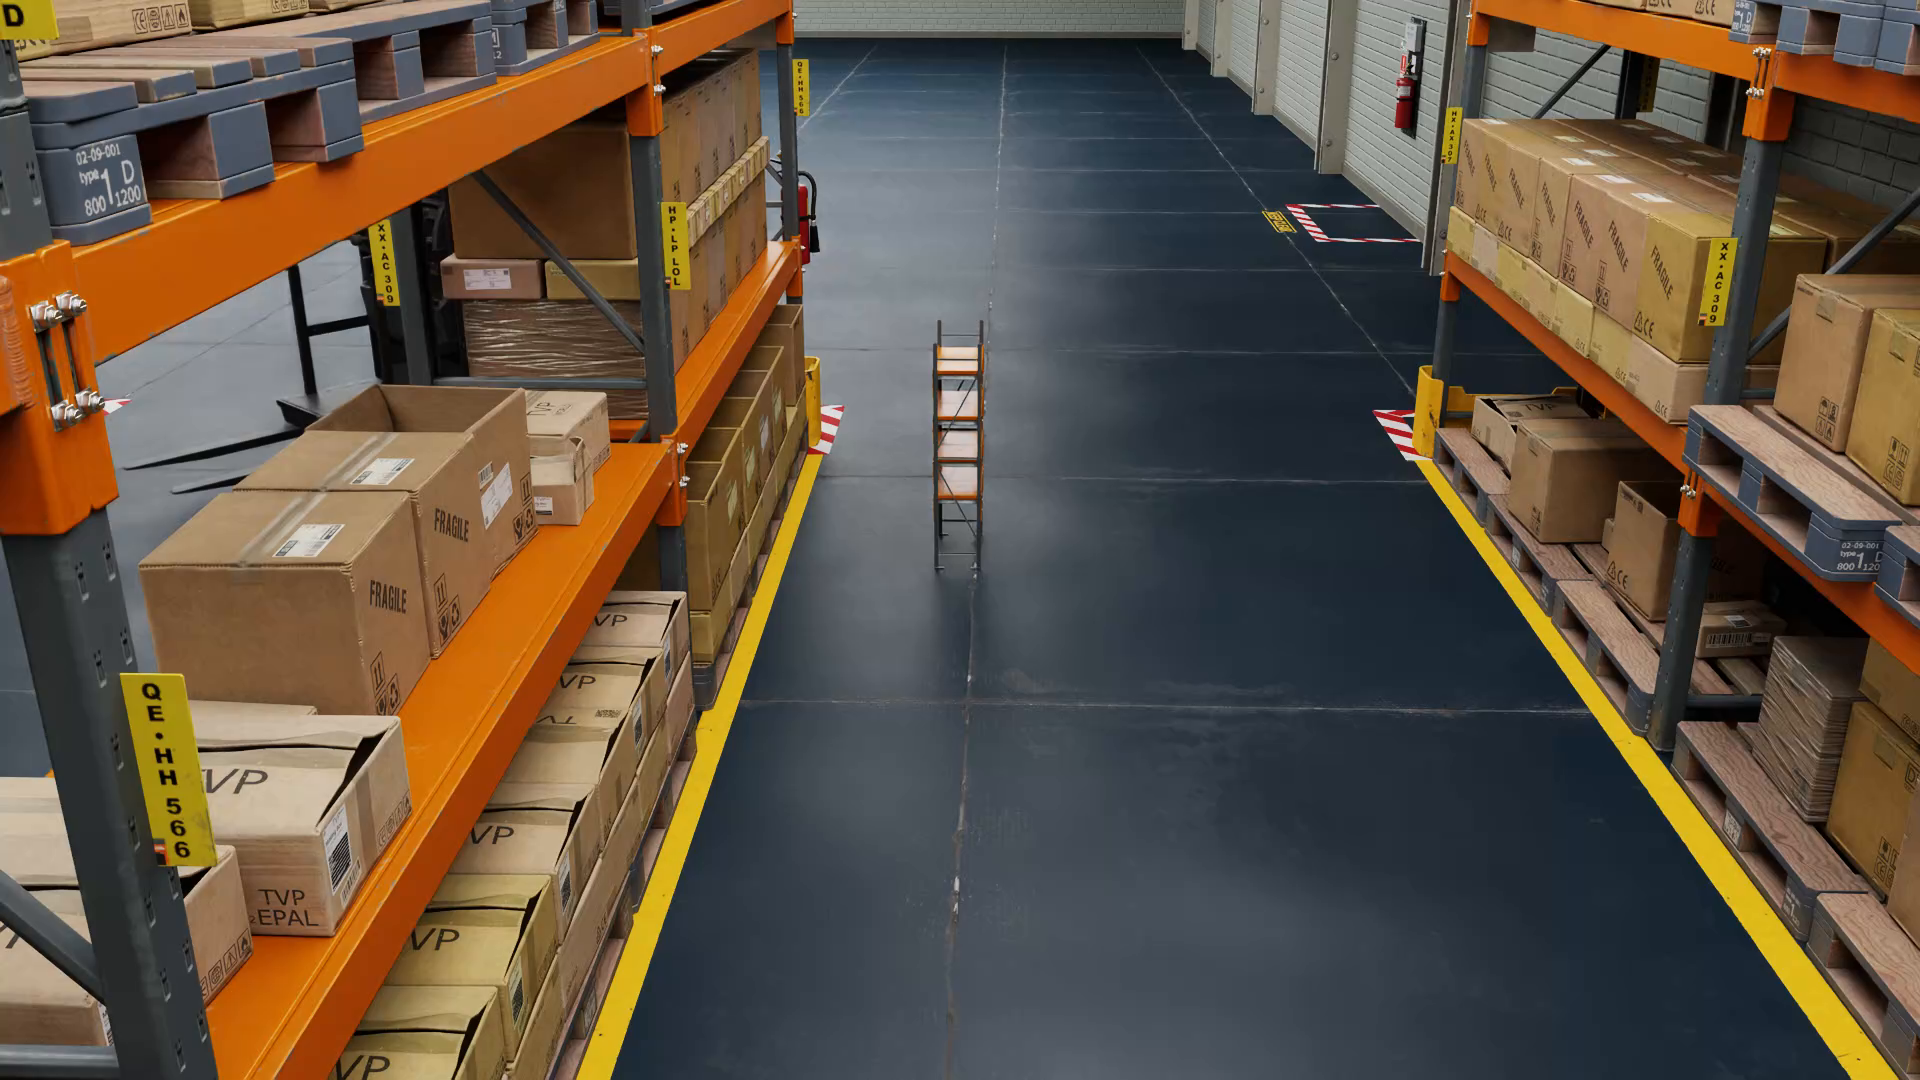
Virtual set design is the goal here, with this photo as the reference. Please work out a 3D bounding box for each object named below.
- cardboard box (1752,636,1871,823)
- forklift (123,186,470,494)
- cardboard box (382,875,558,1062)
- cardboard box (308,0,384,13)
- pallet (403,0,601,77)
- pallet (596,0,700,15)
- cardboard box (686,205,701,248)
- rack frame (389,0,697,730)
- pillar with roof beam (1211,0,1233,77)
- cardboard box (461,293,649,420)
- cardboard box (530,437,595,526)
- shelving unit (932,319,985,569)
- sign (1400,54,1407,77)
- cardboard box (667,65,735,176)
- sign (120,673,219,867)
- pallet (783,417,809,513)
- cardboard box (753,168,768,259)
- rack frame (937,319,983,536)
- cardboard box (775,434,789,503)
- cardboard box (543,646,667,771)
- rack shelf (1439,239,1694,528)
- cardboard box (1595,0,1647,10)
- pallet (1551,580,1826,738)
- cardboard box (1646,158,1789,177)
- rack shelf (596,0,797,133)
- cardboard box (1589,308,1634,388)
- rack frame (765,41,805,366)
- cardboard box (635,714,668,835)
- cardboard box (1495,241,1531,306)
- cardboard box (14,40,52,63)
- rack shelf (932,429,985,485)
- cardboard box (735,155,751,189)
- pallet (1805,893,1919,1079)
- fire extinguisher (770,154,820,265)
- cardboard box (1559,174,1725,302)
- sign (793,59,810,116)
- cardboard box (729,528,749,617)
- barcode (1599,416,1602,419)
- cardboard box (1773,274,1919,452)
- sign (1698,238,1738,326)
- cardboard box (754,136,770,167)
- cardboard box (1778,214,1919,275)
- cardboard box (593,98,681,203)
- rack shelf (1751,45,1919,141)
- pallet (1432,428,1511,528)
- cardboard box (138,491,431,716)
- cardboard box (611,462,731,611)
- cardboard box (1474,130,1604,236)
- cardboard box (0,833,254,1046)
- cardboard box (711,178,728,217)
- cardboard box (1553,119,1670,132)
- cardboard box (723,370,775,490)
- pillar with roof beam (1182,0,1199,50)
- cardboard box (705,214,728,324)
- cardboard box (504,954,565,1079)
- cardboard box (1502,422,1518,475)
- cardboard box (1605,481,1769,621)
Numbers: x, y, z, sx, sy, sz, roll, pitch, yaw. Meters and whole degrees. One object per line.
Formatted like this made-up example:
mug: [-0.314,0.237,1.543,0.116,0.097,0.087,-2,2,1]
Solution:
cardboard box: [3.337,0.682,5.972,0.700,0.500,0.500,1,21,3]
forklift: [-3.514,-1.899,9.872,1.130,2.935,3.031,18,28,39]
cardboard box: [-1.395,1.113,4.460,0.500,0.311,0.500,0,21,0]
cardboard box: [-1.728,-1.431,4.051,0.500,0.250,0.500,-1,21,-3]
pallet: [-1.622,-1.588,5.092,0.805,0.209,1.217,0,21,-1]
pallet: [-1.608,-2.264,6.692,1.003,0.211,1.213,1,21,2]
cardboard box: [-1.377,-1.411,7.484,0.380,0.149,0.250,0,21,0]
rack frame: [-1.609,-0.598,6.423,1.000,3.000,0.127,1,21,2]
pillar with roof beam: [0.735,-13.250,30.738,9.100,9.000,0.400,1,21,2]
cardboard box: [-1.601,-0.805,6.818,0.700,0.500,0.500,0,21,0]
cardboard box: [-1.452,-0.215,5.623,0.396,0.266,0.258,0,21,0]
shelving unit: [-0.005,-0.500,8.658,0.258,1.200,0.503,1,21,2]
sign: [4.724,-5.006,17.735,0.001,0.329,0.234,1,21,2]
cardboard box: [-1.541,-2.135,8.453,0.700,0.500,0.500,1,21,2]
sign: [-1.187,0.348,2.494,0.100,0.325,0.005,1,21,2]
pallet: [-1.468,-0.467,9.941,1.003,0.211,1.213,1,21,2]
cardboard box: [-1.514,-1.922,9.697,0.700,0.500,0.500,1,21,2]
rack frame: [0.002,-0.588,8.885,0.240,1.200,0.015,1,21,2]
cardboard box: [-1.224,-0.399,9.131,0.500,0.250,0.500,1,21,2]
cardboard box: [-1.344,0.565,5.872,0.500,0.311,0.500,1,21,3]
rack shelf: [3.404,-0.932,8.280,1.077,0.370,4.000,1,21,2]
cardboard box: [3.118,-2.568,7.187,0.500,0.500,0.500,0,21,0]
pallet: [3.328,0.512,7.417,1.003,0.211,1.213,1,21,2]
cardboard box: [3.611,-1.556,8.036,0.500,0.500,0.500,1,21,2]
rack shelf: [-1.548,-2.384,7.874,1.077,0.370,4.000,1,21,2]
cardboard box: [3.078,-0.839,7.223,0.500,0.250,0.500,1,21,2]
rack frame: [-1.487,-2.044,10.150,1.000,3.000,0.127,1,21,2]
cardboard box: [-1.349,0.824,5.978,0.500,0.250,0.500,0,21,1]
cardboard box: [3.109,-1.385,8.632,0.500,0.250,0.500,0,21,1]
cardboard box: [-1.773,-0.840,2.528,0.500,0.250,0.500,-1,21,-2]
rack shelf: [-0.005,-0.437,8.682,0.258,0.148,0.480,1,21,2]
cardboard box: [-1.332,-1.975,8.937,0.380,0.149,0.250,1,21,2]
pallet: [3.286,1.479,4.925,1.003,0.211,1.213,1,21,2]
fire extinguisher: [-1.019,-2.046,10.261,0.296,0.674,0.183,1,21,2]
cardboard box: [3.084,-1.370,7.557,0.500,0.500,0.500,0,21,0]
sign: [-0.945,-2.683,9.869,0.100,0.325,0.005,1,21,2]
cardboard box: [-1.271,0.143,7.733,0.500,0.250,0.500,1,21,2]
barcode: [3.753,-0.687,9.748,0.001,0.075,0.075,1,21,2]
cardboard box: [3.293,-0.613,5.715,0.700,0.500,0.500,1,21,2]
sign: [2.800,-0.951,6.137,0.100,0.325,0.005,1,21,2]
cardboard box: [-1.308,-2.253,9.653,0.380,0.149,0.250,0,21,1]
cardboard box: [3.566,-1.001,6.606,0.500,0.500,0.500,0,21,0]
cardboard box: [-1.587,-1.592,7.055,0.700,0.500,0.500,1,21,1]
rack shelf: [3.282,-0.884,4.010,1.077,0.370,4.000,1,21,2]
pallet: [3.402,-0.370,9.691,1.003,0.211,1.213,1,21,2]
cardboard box: [-1.695,0.195,4.241,0.500,0.500,0.500,0,21,-1]
cardboard box: [-1.281,-0.025,7.132,0.500,0.500,0.500,1,21,2]
cardboard box: [3.125,-1.932,9.004,0.500,0.500,0.500,1,21,2]
cardboard box: [-1.675,0.759,3.049,0.500,0.311,0.500,2,21,5]
cardboard box: [-1.353,-1.692,8.208,0.380,0.149,0.250,0,21,1]
cardboard box: [3.663,-2.107,9.456,0.500,0.500,0.500,0,21,1]
cardboard box: [-1.238,-0.568,8.530,0.500,0.500,0.500,1,21,2]
pillar with roof beam: [0.917,-15.419,36.329,9.100,9.000,0.400,1,21,2]
cardboard box: [-1.558,-1.362,8.255,0.700,0.500,0.500,1,21,3]
cardboard box: [-1.396,1.379,4.549,0.500,0.250,0.500,0,21,0]
cardboard box: [3.336,-0.487,9.246,0.500,0.311,0.500,2,21,6]
cardboard box: [3.335,0.040,7.627,0.500,0.500,0.500,-1,21,-2]
